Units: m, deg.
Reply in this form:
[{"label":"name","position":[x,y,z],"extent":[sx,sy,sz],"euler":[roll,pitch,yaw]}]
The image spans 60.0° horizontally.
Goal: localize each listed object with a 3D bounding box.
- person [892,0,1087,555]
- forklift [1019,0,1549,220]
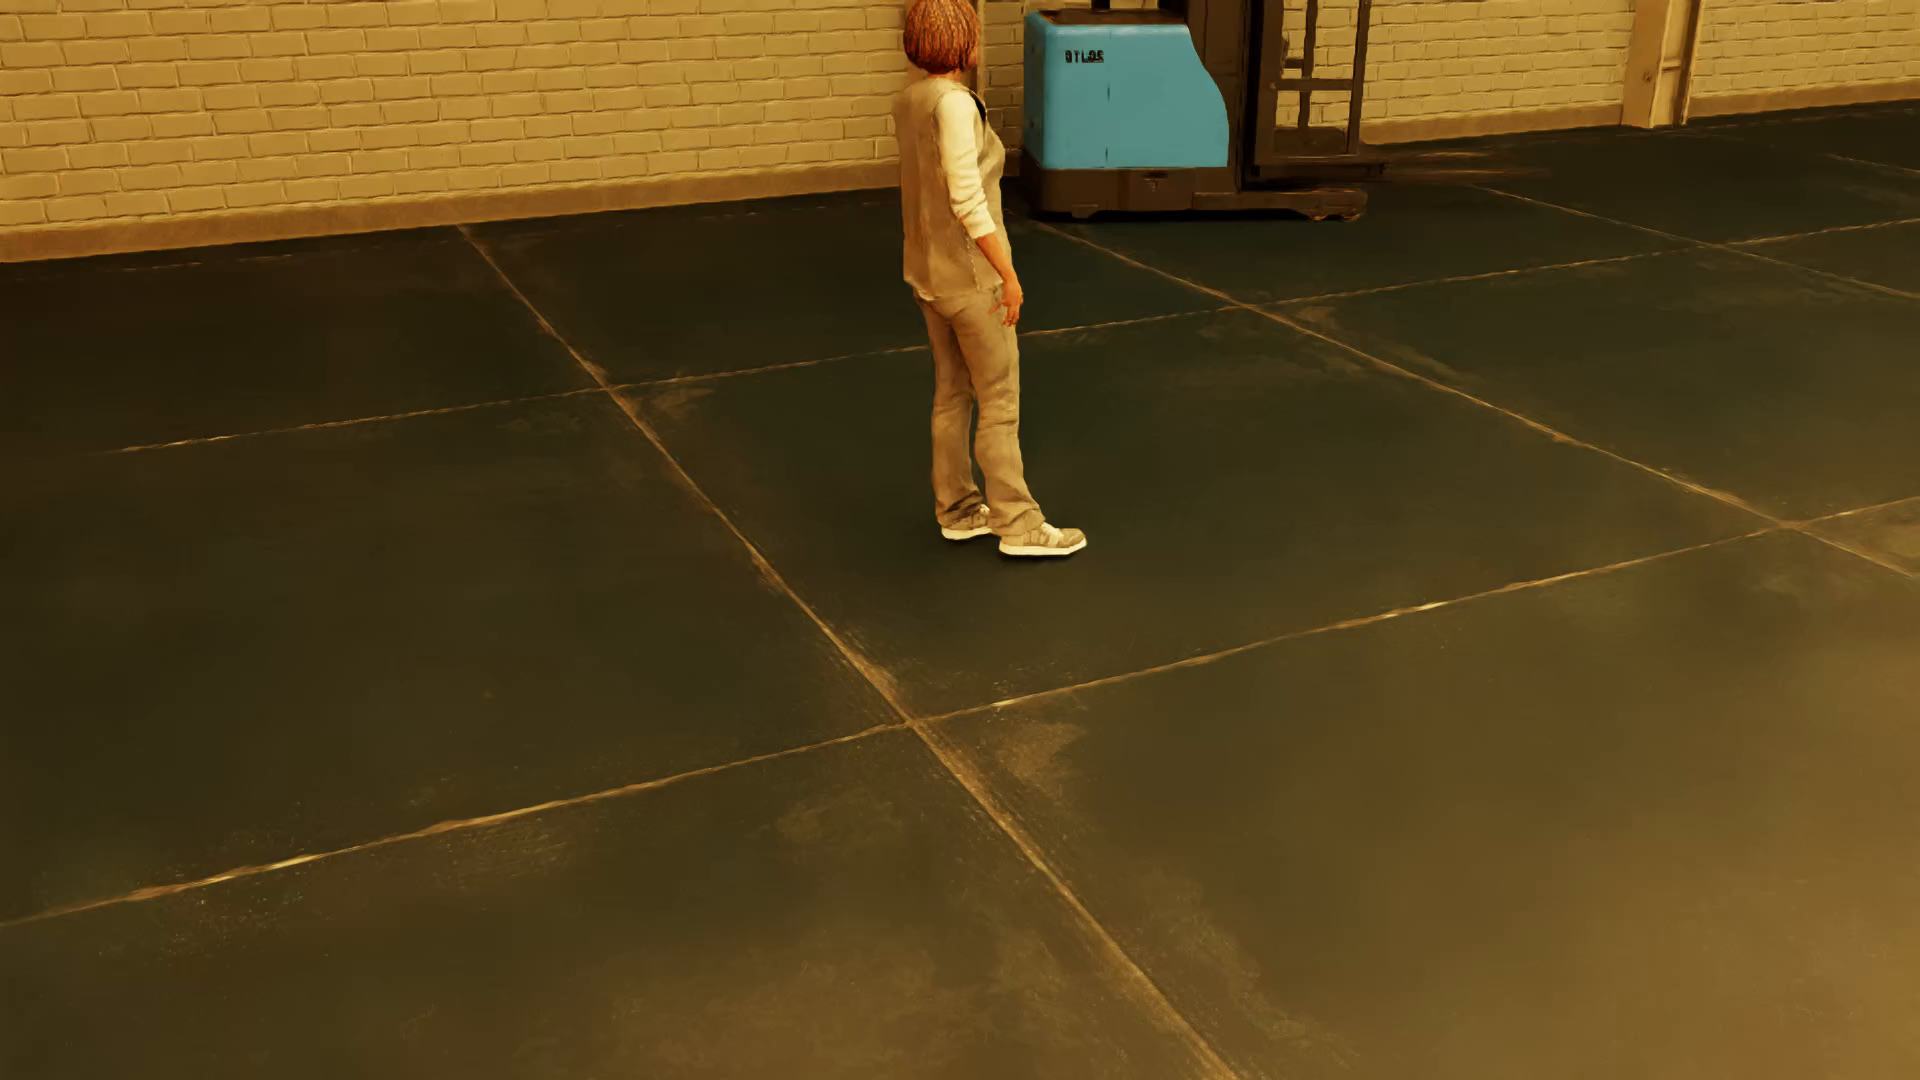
[{"label":"person","position":[0.073,-0.748,4.816],"extent":[0.474,1.591,0.521],"euler":[-10,25,-23]},{"label":"forklift","position":[1.912,-3.386,9.437],"extent":[3.031,2.935,1.130],"euler":[-2,23,-5]}]
